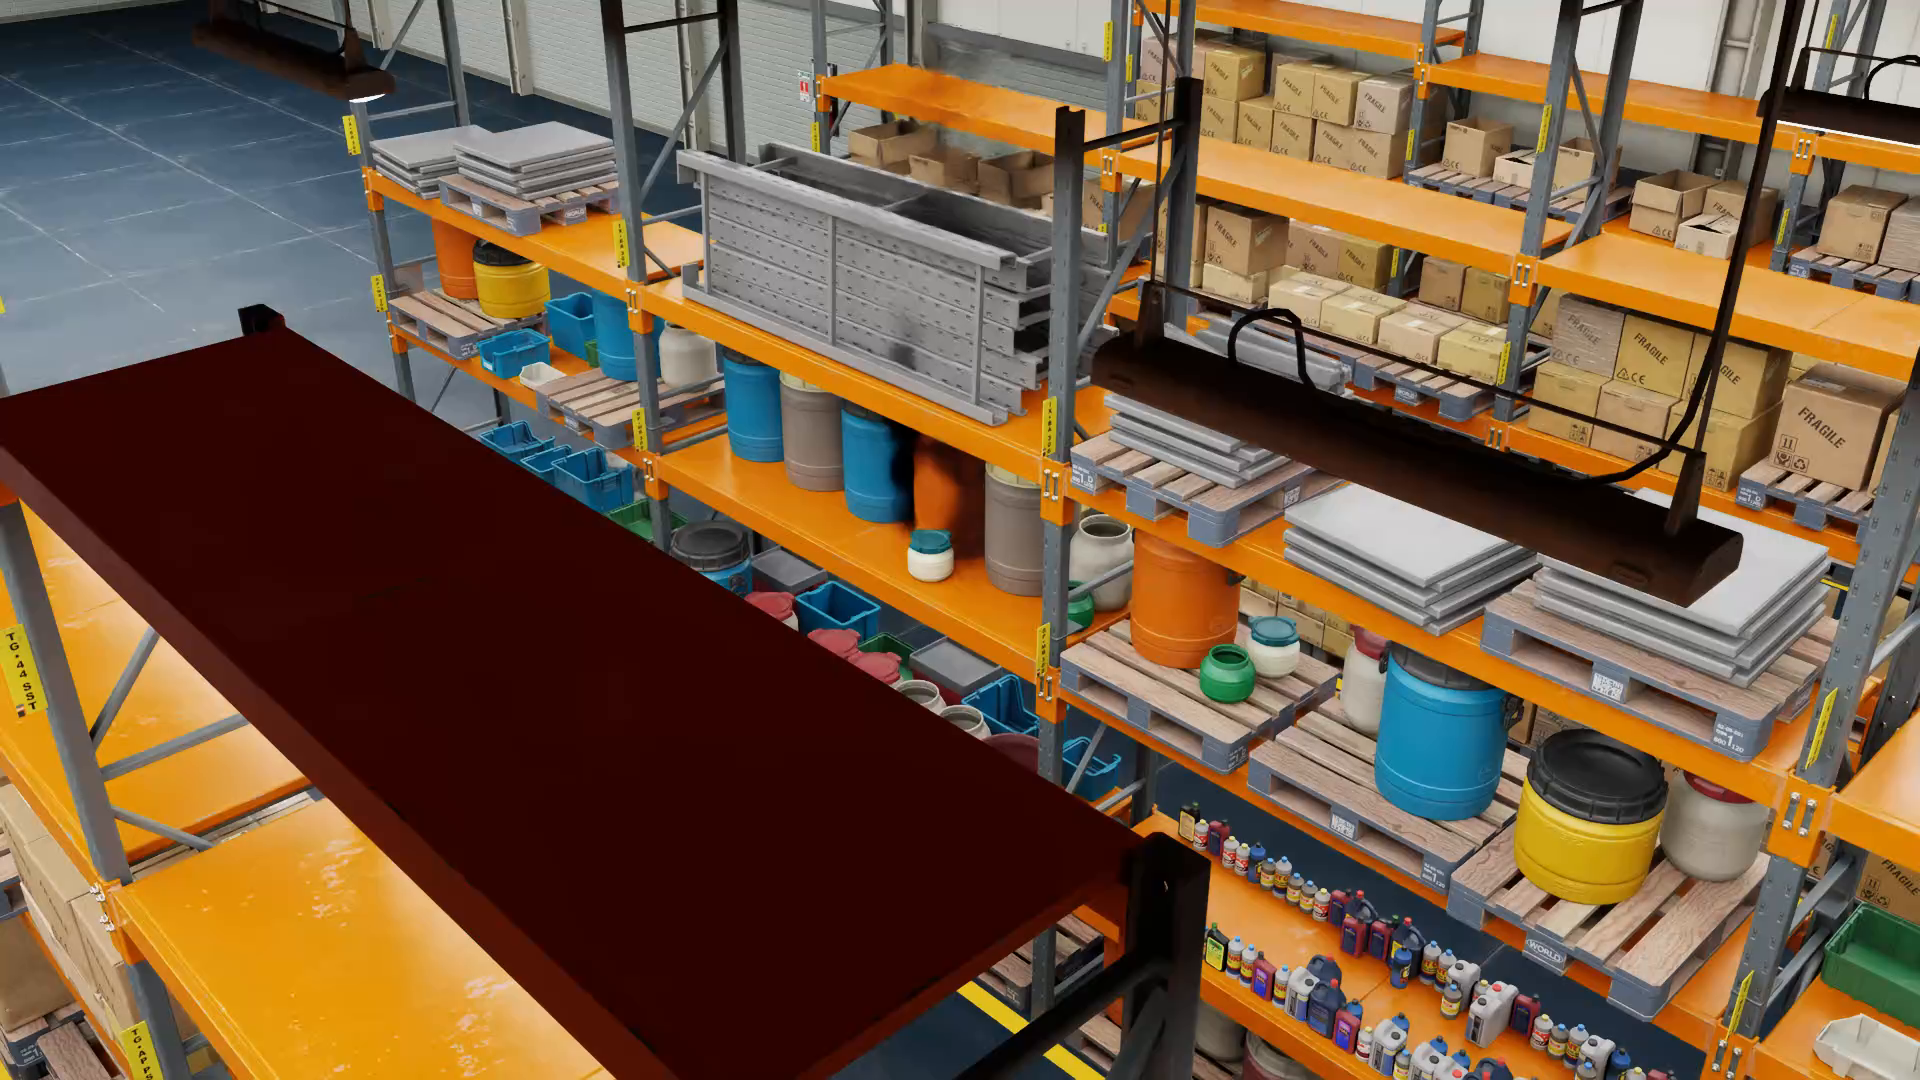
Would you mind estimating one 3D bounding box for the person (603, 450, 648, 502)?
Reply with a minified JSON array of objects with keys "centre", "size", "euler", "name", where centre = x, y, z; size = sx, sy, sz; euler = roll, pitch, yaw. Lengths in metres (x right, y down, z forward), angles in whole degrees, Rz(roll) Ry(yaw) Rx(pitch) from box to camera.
[{"centre":[-3.299,-0.798,16.528],"size":[0.860,1.753,0.695],"euler":[20,34,32],"name":"person"}]
